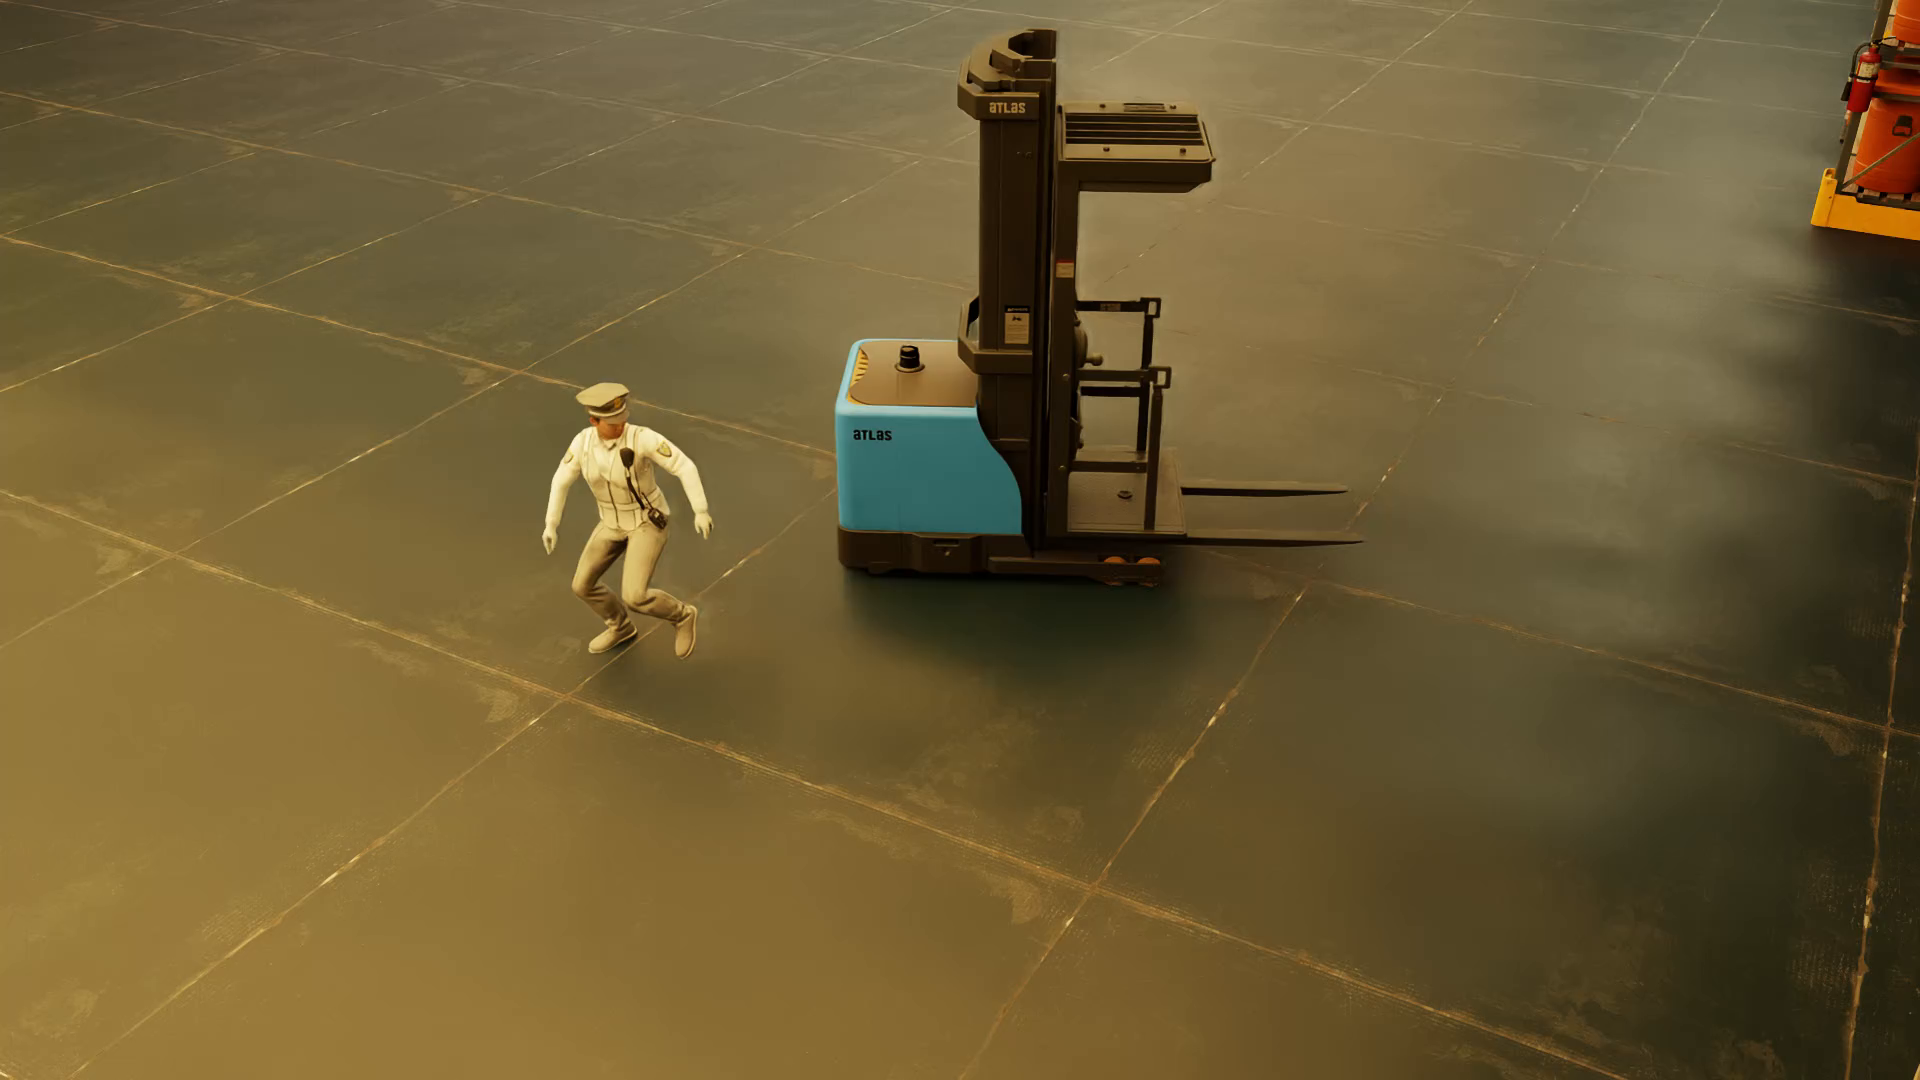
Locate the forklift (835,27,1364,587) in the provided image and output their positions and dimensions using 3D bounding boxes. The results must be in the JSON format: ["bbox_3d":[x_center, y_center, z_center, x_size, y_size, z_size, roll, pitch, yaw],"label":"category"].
[{"bbox_3d":[0.827,-1.275,9.280,3.031,2.935,1.130,1,30,2],"label":"forklift"}]

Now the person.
[{"bbox_3d":[-1.721,-0.067,8.585,0.789,1.560,0.526,16,33,25],"label":"person"}]
